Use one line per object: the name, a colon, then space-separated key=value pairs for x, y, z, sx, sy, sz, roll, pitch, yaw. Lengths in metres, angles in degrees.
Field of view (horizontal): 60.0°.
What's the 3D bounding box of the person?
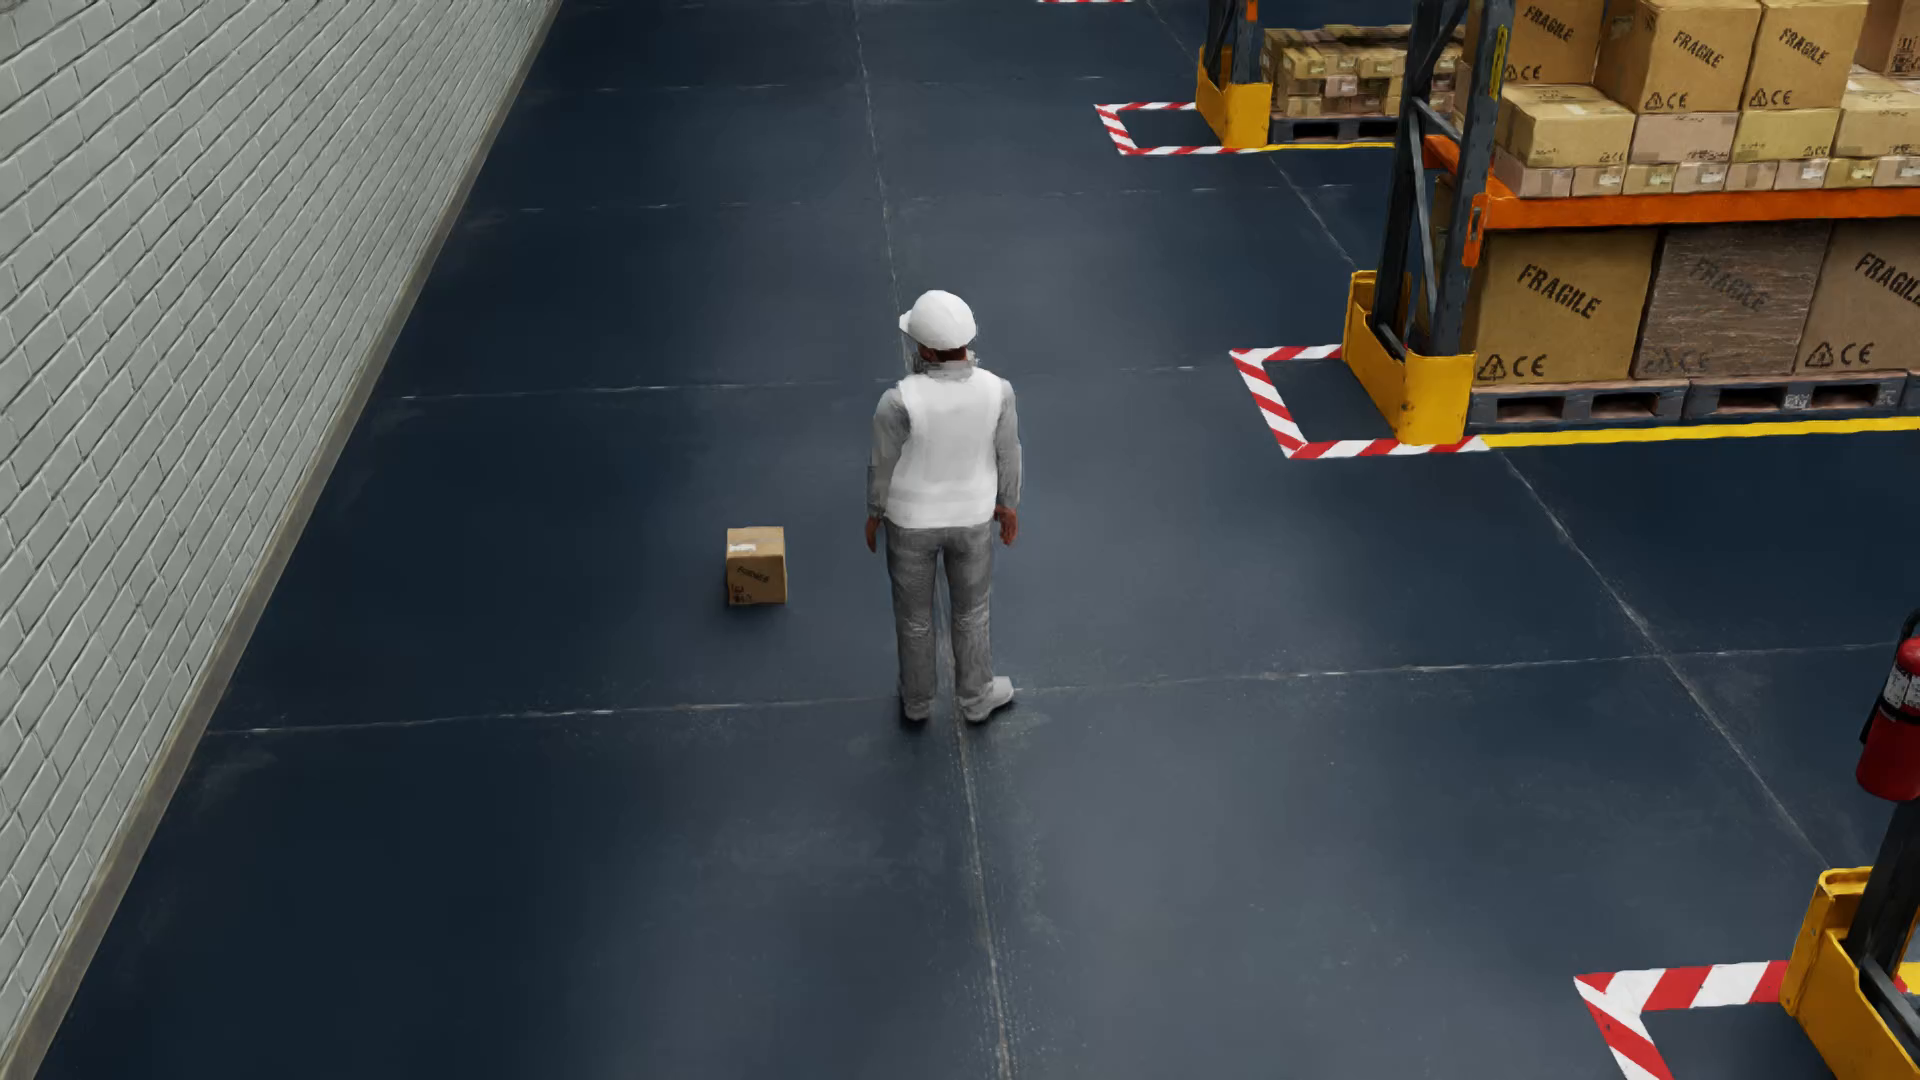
person: x=-0.063 y=-0.104 z=6.237 sx=0.588 sy=1.778 sz=0.385 roll=-6 pitch=31 yaw=-10
